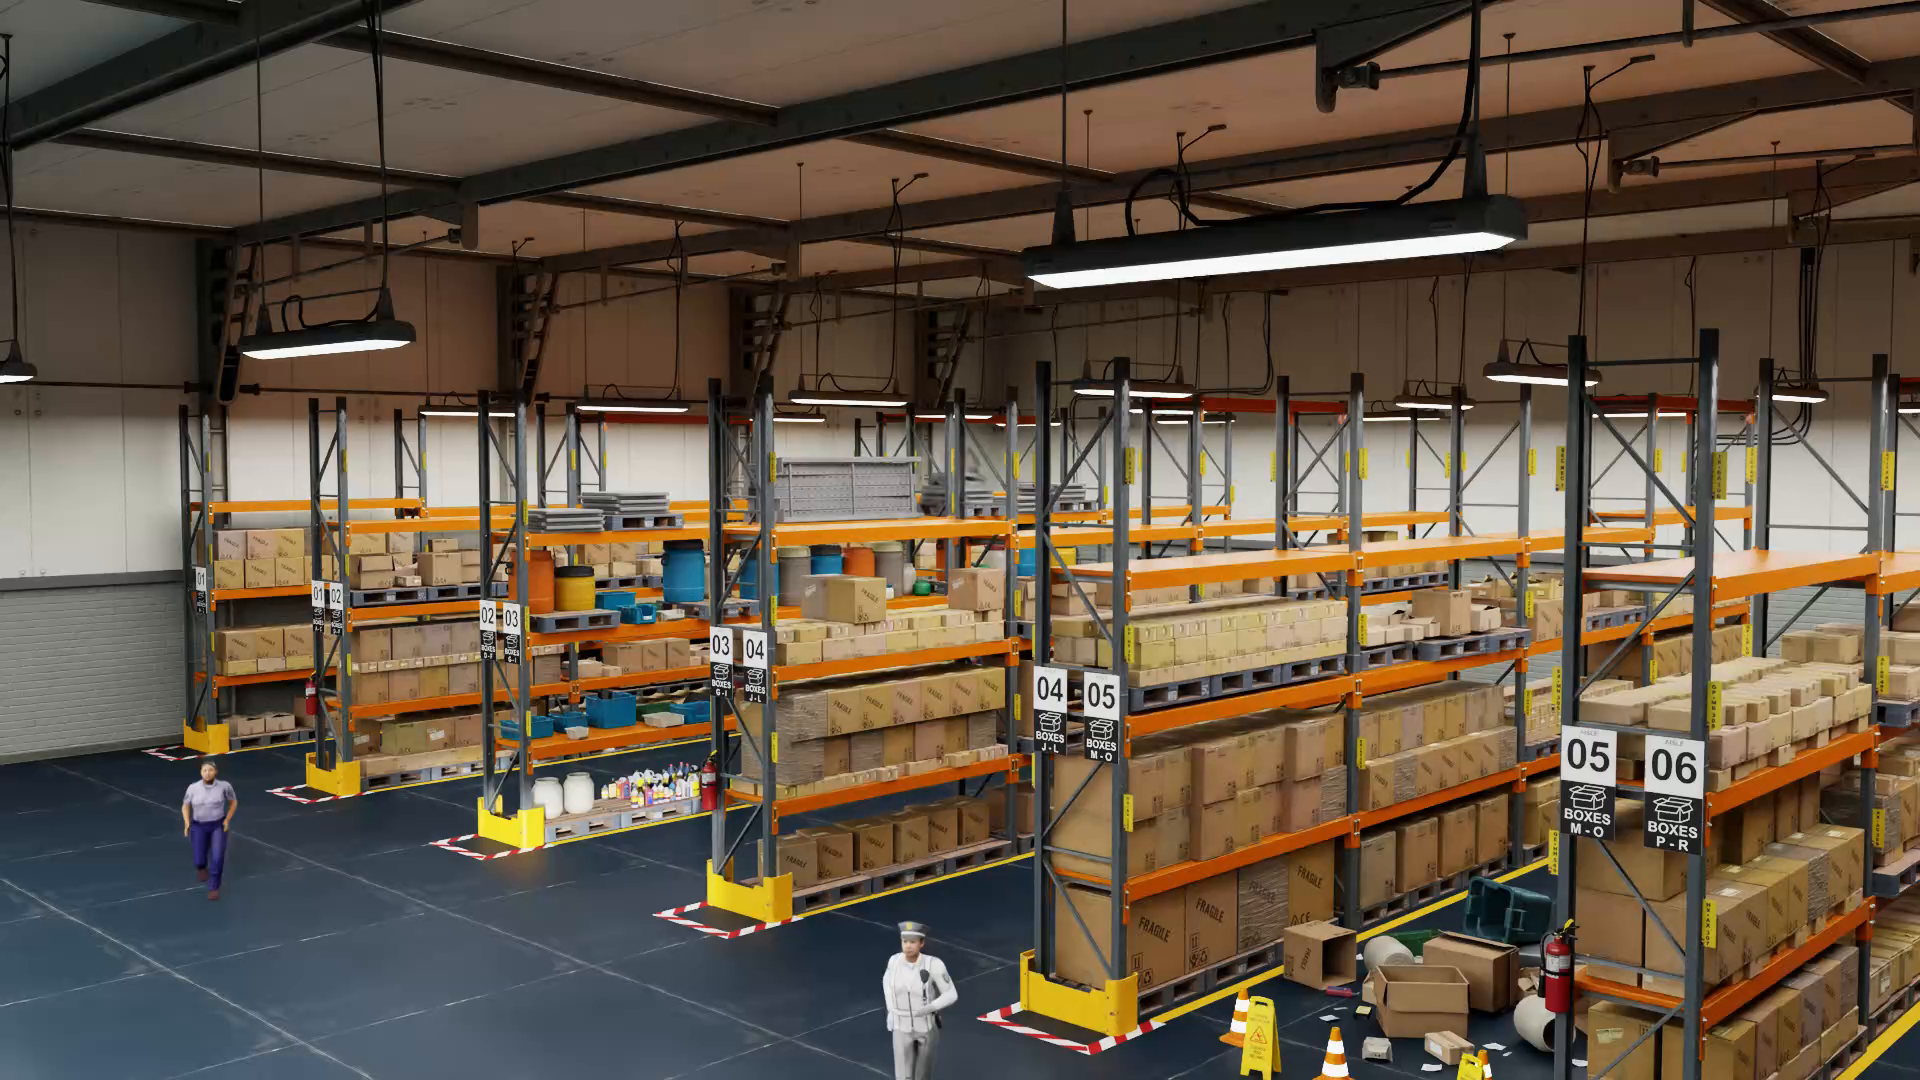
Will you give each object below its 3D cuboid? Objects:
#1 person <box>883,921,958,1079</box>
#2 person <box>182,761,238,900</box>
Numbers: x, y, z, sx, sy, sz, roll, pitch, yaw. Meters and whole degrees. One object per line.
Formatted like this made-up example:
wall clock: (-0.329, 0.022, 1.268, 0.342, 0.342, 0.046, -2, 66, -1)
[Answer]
person: (-0.310, 3.663, 12.397, 0.598, 1.718, 0.851, 0, 3, 7)
person: (-8.742, 3.353, 19.397, 0.593, 1.600, 0.586, -1, 3, -22)
